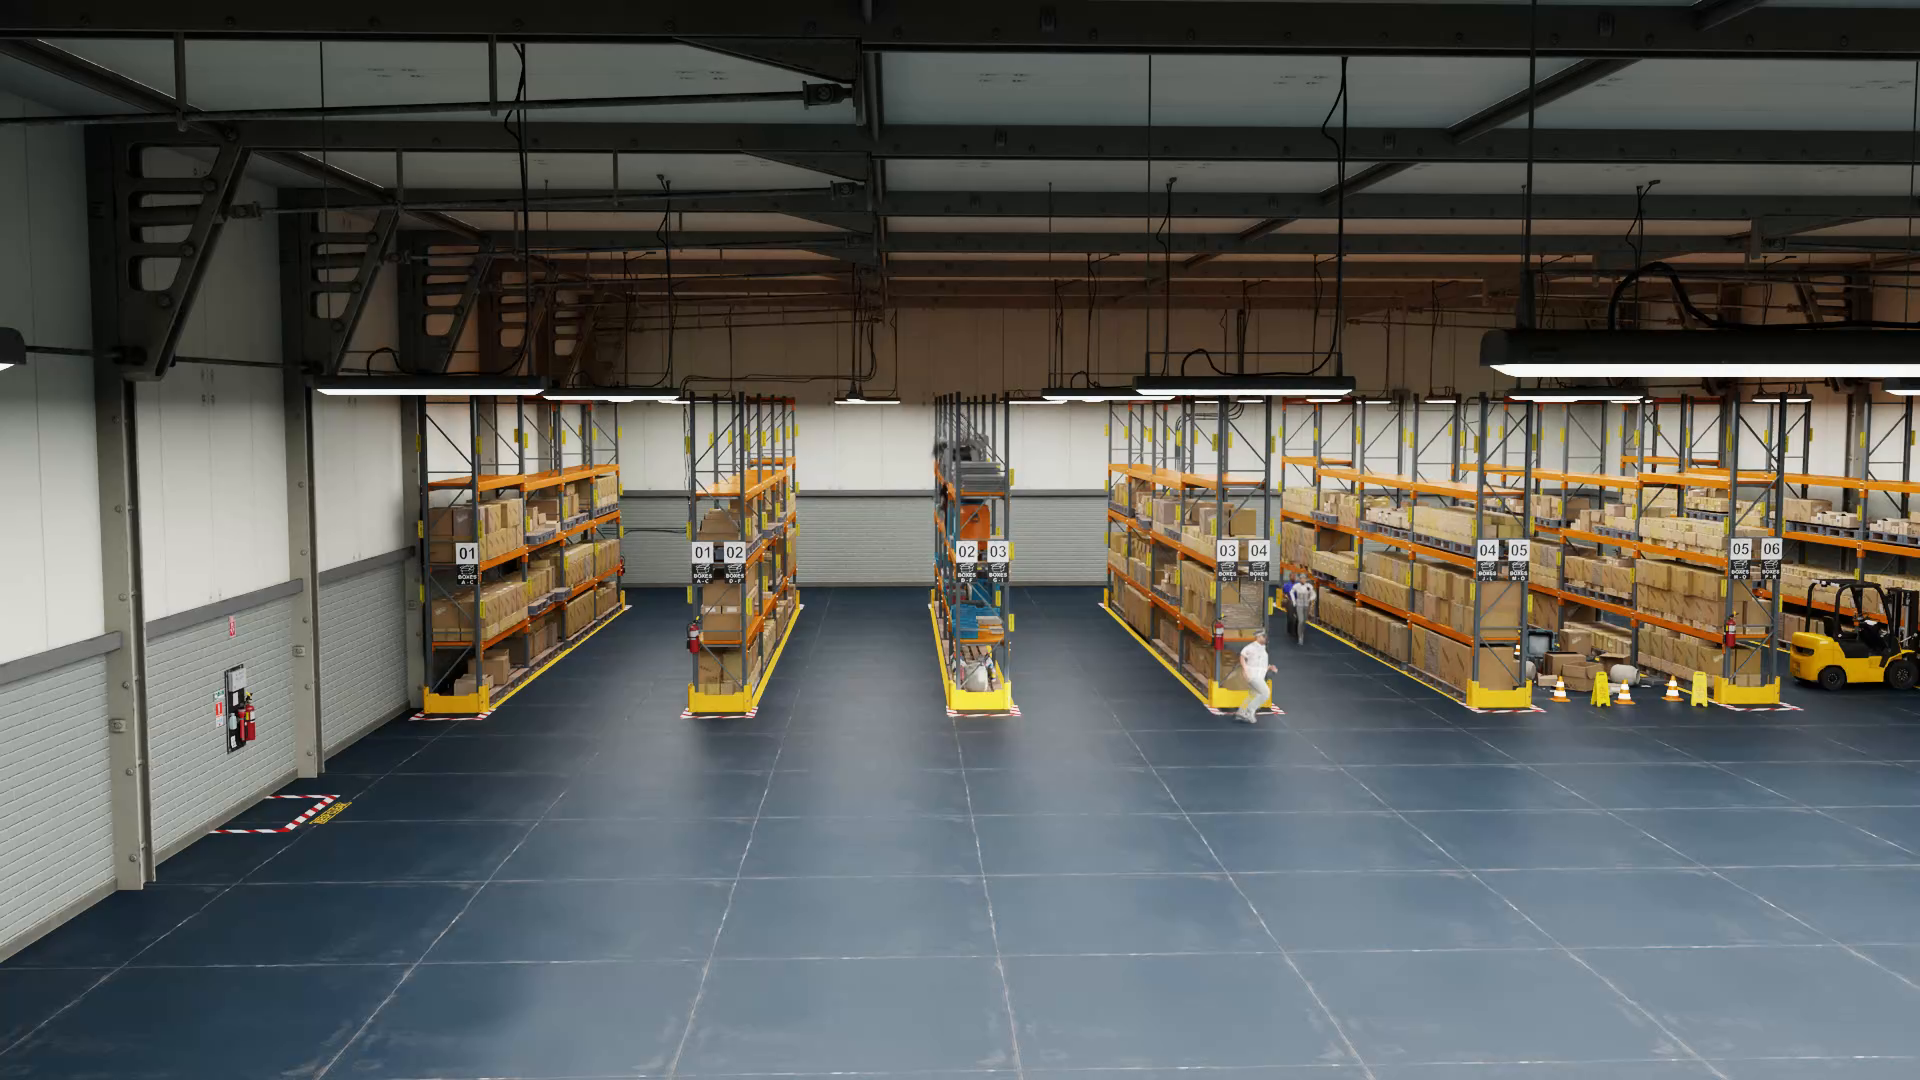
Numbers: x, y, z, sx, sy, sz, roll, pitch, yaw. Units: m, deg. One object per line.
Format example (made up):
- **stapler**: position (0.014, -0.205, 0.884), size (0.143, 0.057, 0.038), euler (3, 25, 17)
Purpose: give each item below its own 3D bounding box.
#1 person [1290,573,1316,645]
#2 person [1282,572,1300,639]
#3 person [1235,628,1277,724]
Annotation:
- **person**: position (8.344, 1.638, 40.431), size (0.611, 1.727, 0.812), euler (0, 5, 0)
- **person**: position (8.261, 1.618, 41.174), size (0.581, 1.651, 0.656), euler (0, 5, 3)
- **person**: position (5.362, 2.450, 30.098), size (0.762, 1.737, 0.585), euler (2, 5, 25)
